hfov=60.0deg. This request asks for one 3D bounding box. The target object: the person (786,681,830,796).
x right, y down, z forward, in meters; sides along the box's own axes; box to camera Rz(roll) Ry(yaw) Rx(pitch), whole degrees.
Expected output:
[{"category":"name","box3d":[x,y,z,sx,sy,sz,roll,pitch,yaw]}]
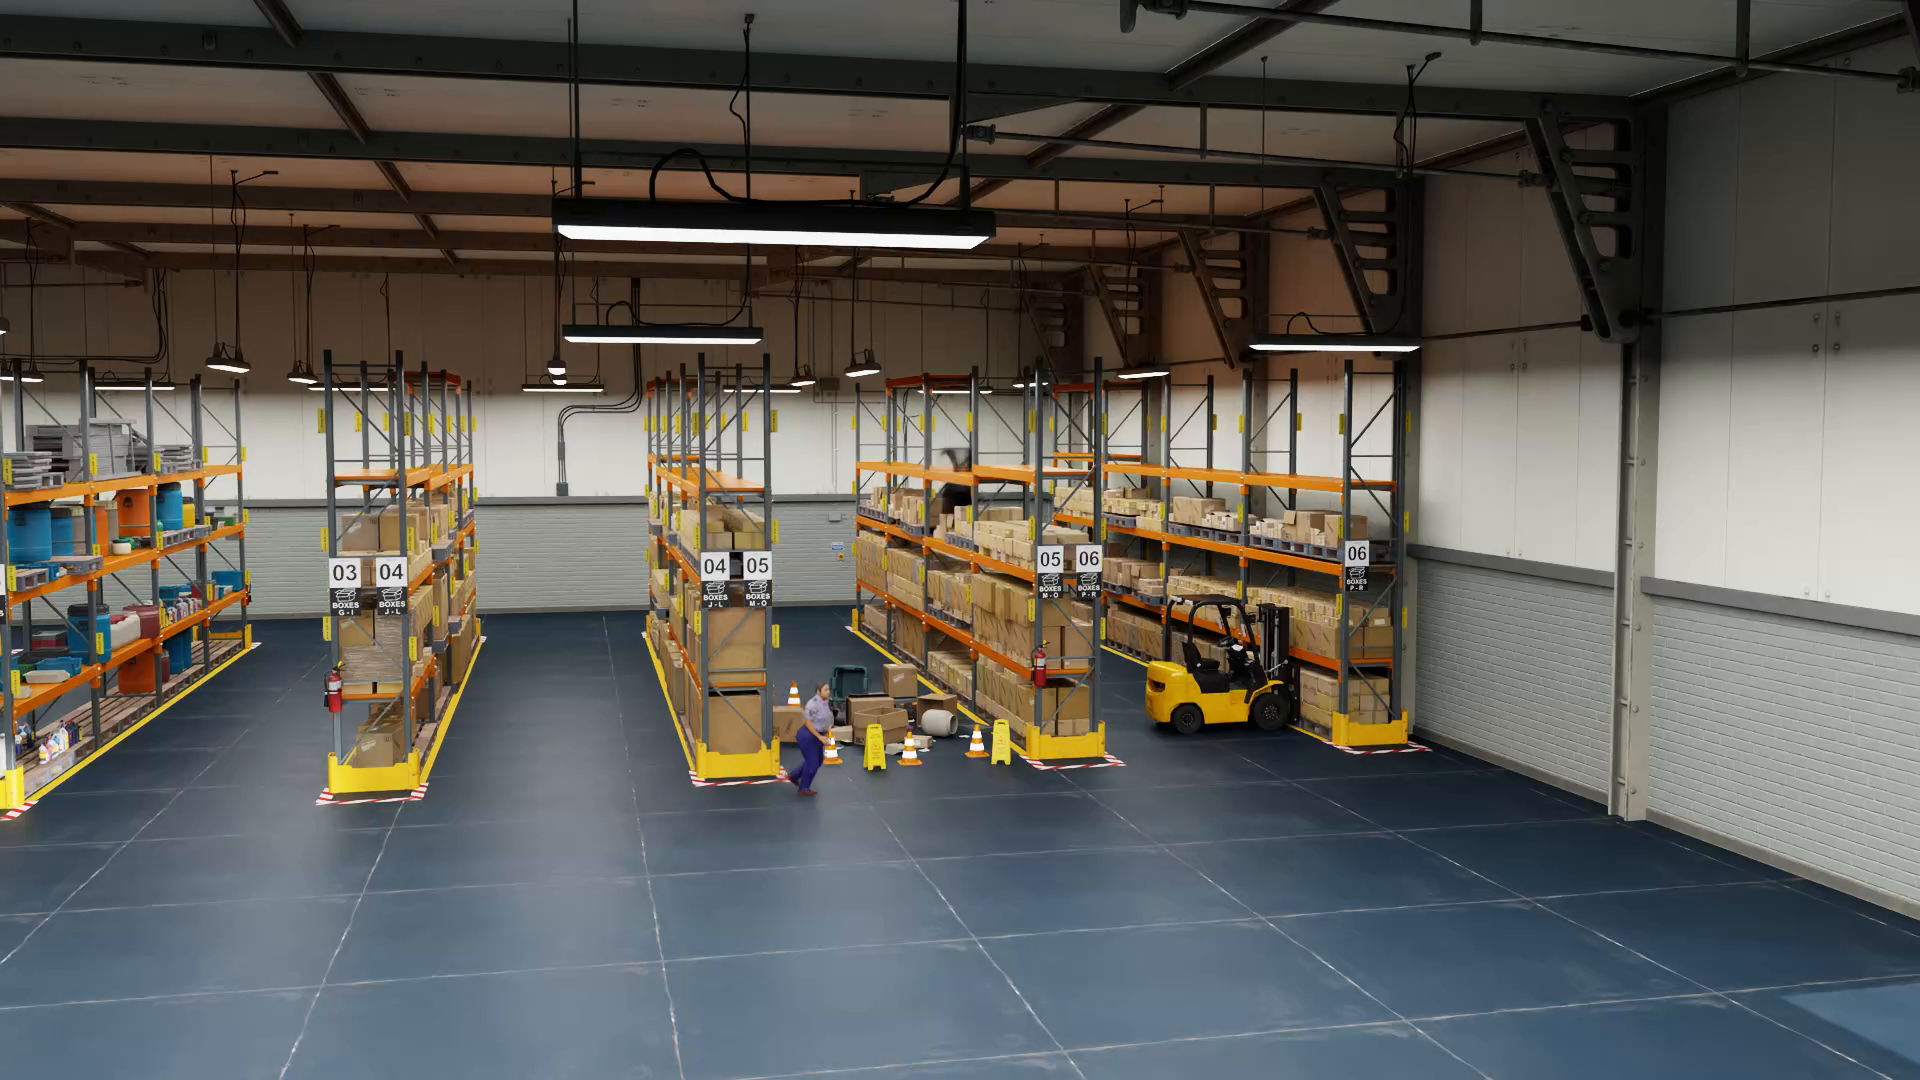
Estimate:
[{"category":"person","box3d":[-2.049,2.666,22.418,0.692,1.556,0.593,1,4,16]}]
